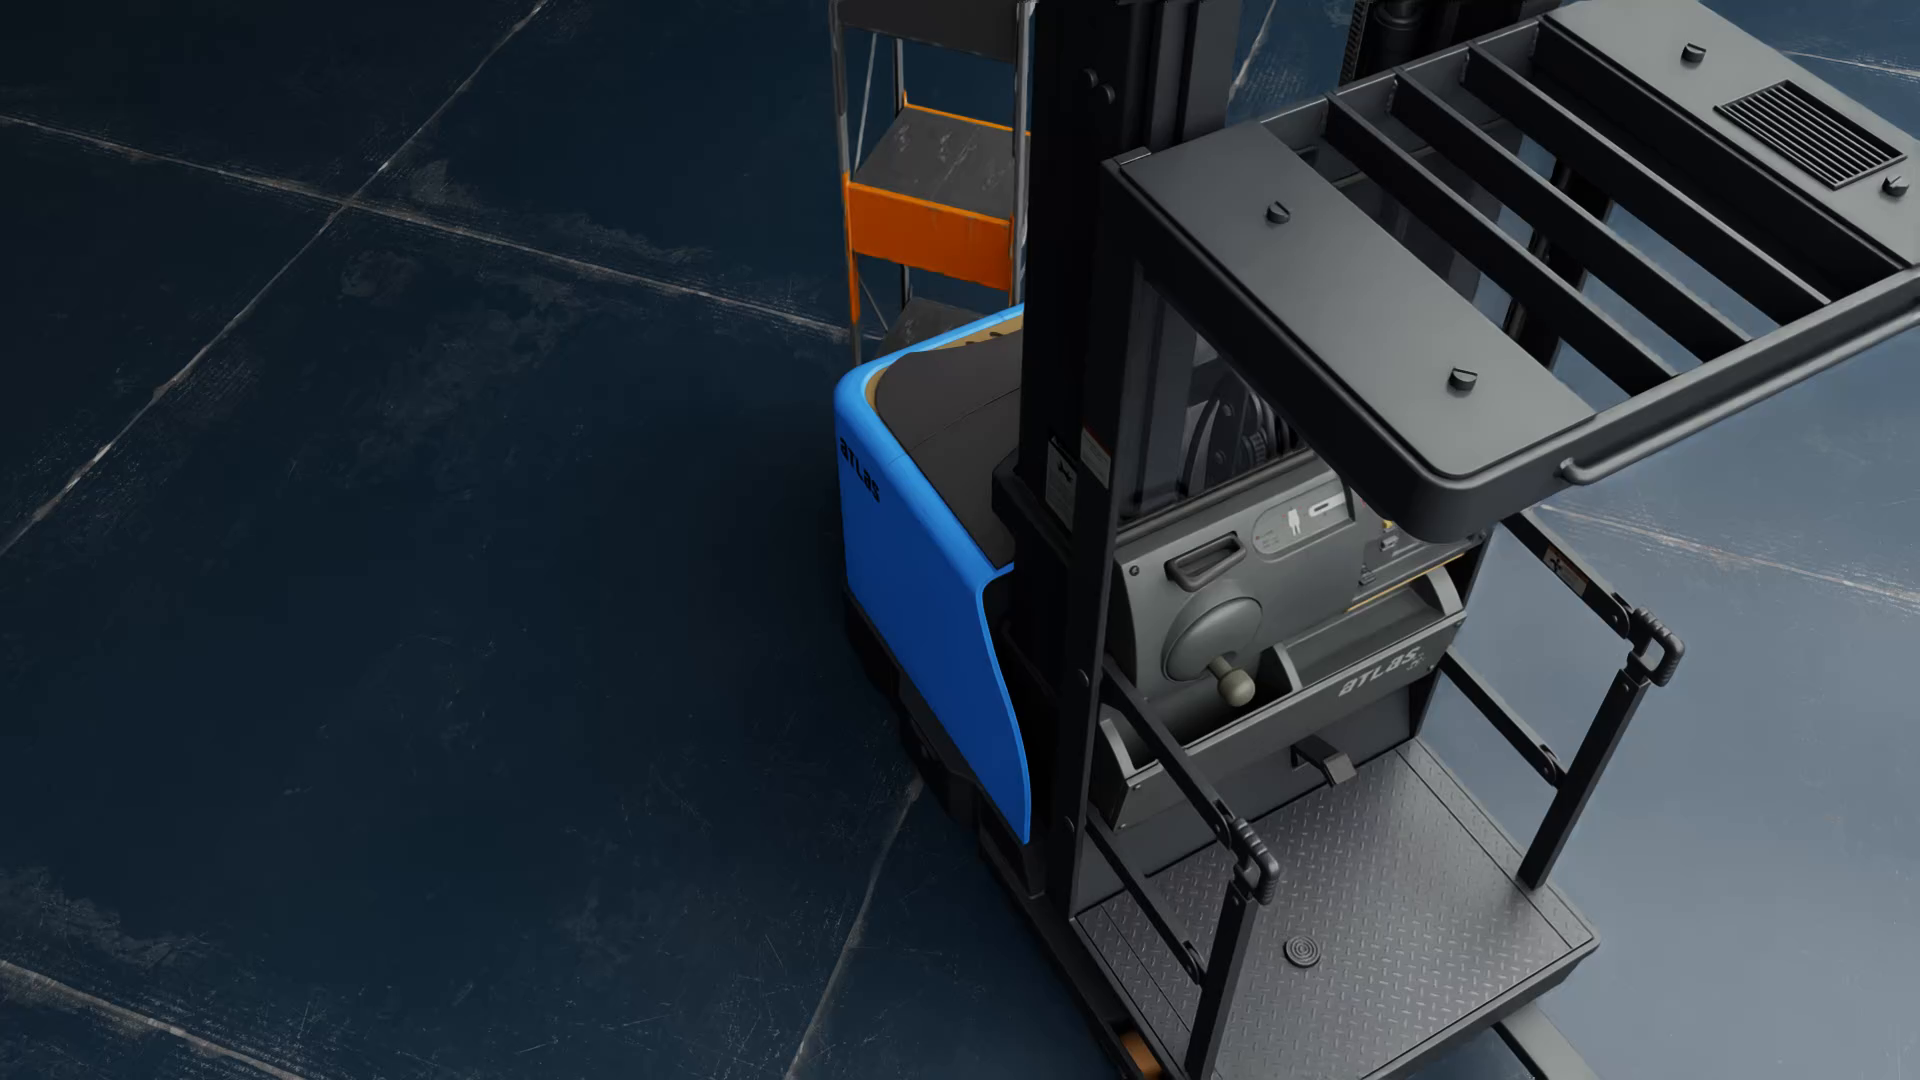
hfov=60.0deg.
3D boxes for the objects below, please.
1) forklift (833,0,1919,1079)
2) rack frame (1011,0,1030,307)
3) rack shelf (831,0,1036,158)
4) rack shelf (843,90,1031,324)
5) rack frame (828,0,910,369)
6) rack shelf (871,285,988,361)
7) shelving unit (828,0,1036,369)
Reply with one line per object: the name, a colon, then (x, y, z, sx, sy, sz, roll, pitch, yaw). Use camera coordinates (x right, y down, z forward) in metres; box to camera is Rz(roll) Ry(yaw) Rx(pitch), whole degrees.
forklift: (0.829, 0.116, 3.210, 1.130, 2.935, 3.031, -23, 53, -19)
rack frame: (0.216, -0.809, 4.561, 0.015, 2.100, 0.400, 17, 51, 14)
rack shelf: (-0.010, -1.327, 4.102, 0.480, 0.518, 0.431, 17, 51, 14)
rack shelf: (-0.010, -0.868, 4.631, 0.480, 0.518, 0.431, 17, 51, 14)
rack frame: (-0.237, -0.945, 4.680, 0.015, 2.100, 0.400, 17, 51, 14)
rack shelf: (-0.010, -0.410, 5.160, 0.480, 0.518, 0.431, 17, 51, 14)
shelving unit: (-0.010, -0.877, 4.621, 0.503, 2.100, 0.431, 17, 51, 14)
